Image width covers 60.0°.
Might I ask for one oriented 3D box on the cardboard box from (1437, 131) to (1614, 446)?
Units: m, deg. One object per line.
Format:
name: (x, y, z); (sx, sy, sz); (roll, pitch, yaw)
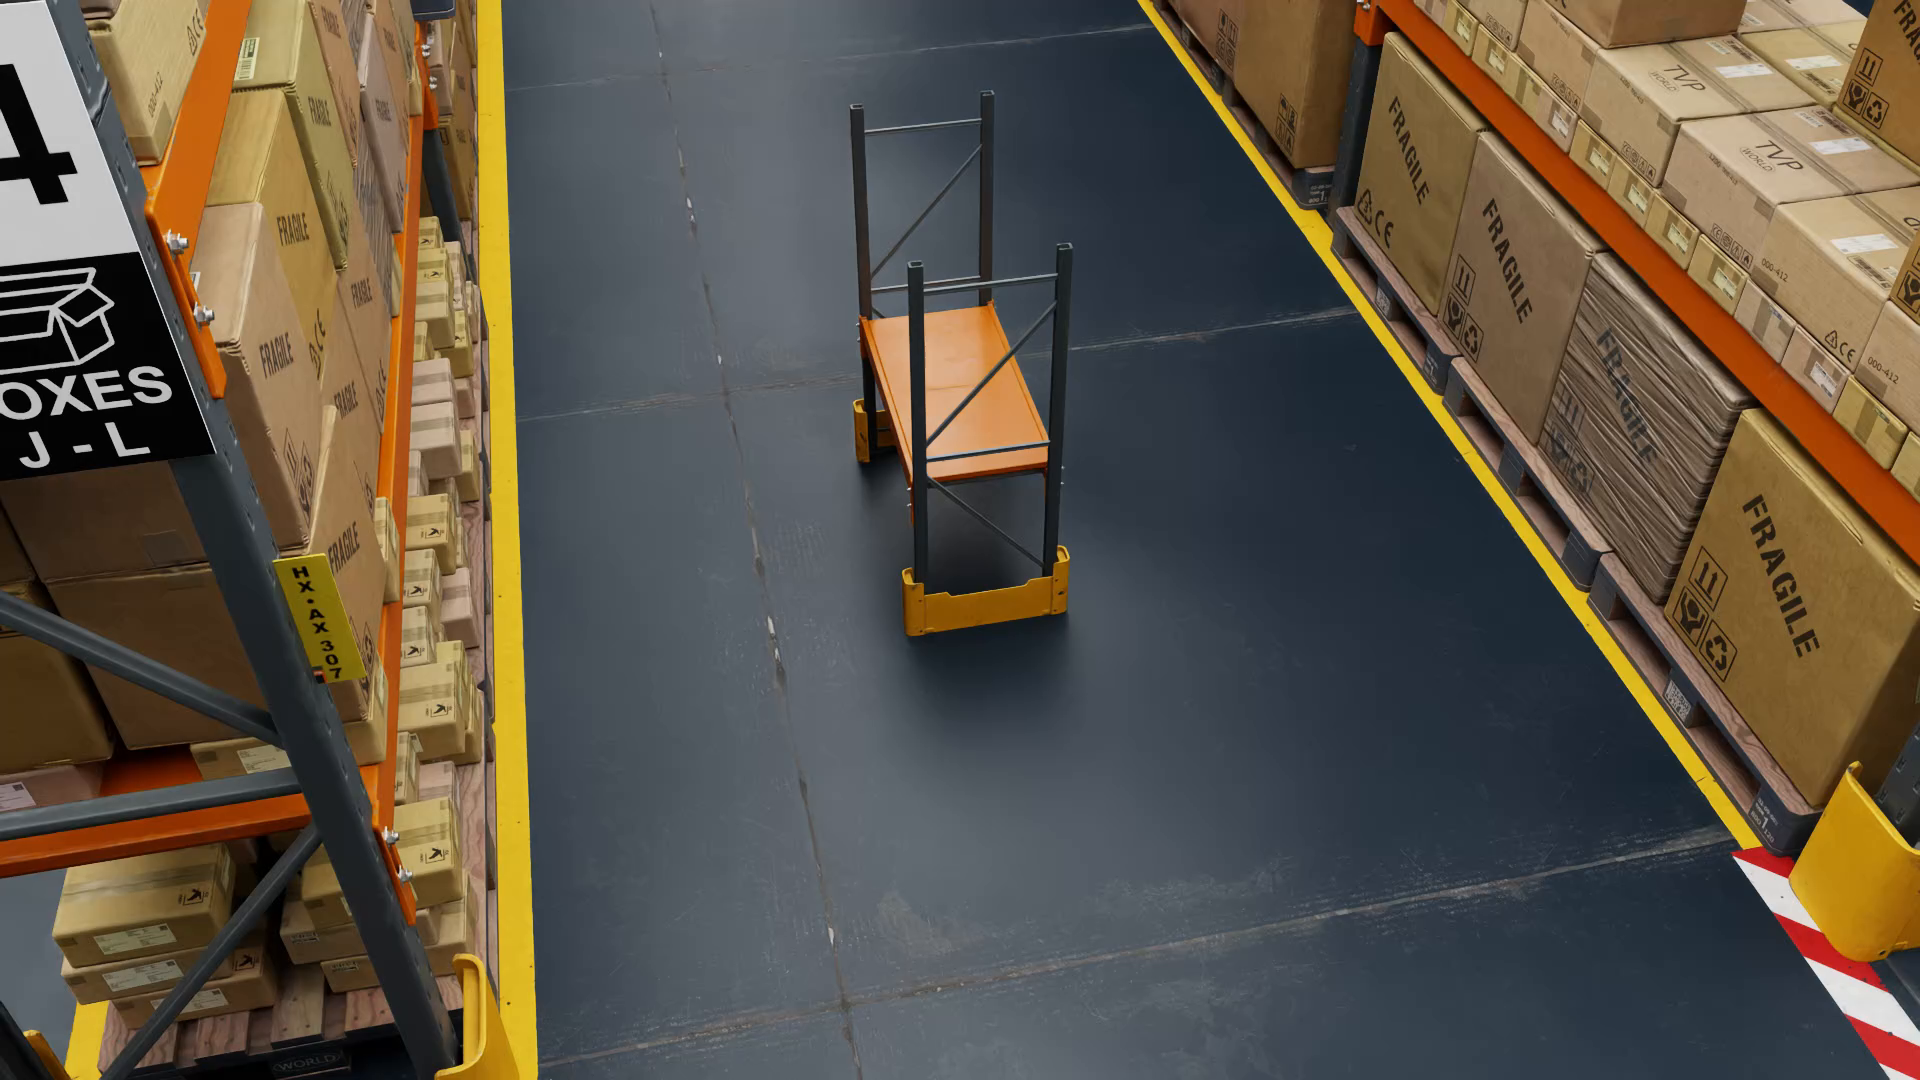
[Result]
cardboard box: (2.512, -1.022, 6.426); (0.875, 0.875, 0.875); (-8, 42, -9)

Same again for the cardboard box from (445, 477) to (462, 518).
cardboard box: (-1.980, -0.073, 5.904); (0.380, 0.149, 0.250); (-8, 42, -8)

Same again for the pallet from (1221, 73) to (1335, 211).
pallet: (2.013, -2.129, 8.489); (1.003, 0.211, 1.213); (-8, 42, -9)

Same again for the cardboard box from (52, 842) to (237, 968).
cardboard box: (-2.110, 0.936, 4.319); (0.380, 0.149, 0.250); (-8, 42, -9)

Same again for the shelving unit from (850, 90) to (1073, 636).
shelving unit: (-0.016, -0.610, 5.808); (0.587, 1.500, 1.083); (-8, 42, -9)

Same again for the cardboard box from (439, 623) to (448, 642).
cardboard box: (-1.842, 0.429, 5.339); (0.380, 0.149, 0.250); (-8, 42, -9)

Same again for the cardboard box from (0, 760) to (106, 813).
cardboard box: (-2.095, 0.479, 3.640); (0.380, 0.149, 0.250); (-8, 42, -9)

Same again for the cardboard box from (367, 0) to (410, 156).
cardboard box: (-2.121, -1.576, 5.466); (0.500, 0.500, 0.500); (-9, 42, -10)

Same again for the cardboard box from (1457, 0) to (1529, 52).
cardboard box: (2.201, -2.072, 6.214); (0.500, 0.250, 0.500); (-9, 42, -9)

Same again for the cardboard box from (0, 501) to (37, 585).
cardboard box: (-2.090, -0.228, 3.194); (0.500, 0.500, 0.500); (-9, 42, -10)

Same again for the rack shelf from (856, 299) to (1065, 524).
rack shelf: (-0.018, -0.482, 5.934); (0.538, 0.185, 1.000); (-8, 42, -9)

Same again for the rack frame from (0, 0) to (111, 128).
rack frame: (-1.748, -1.688, 1.373); (1.000, 3.000, 0.127); (-8, 42, -9)

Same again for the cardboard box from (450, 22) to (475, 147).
cardboard box: (-2.628, -2.119, 7.944); (0.500, 0.500, 0.500); (-7, 42, -7)

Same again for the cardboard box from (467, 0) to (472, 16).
cardboard box: (-2.969, -3.126, 9.078); (0.500, 0.500, 0.500); (-7, 42, -8)

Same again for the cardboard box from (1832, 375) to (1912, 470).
cardboard box: (2.660, -0.347, 4.571); (0.380, 0.149, 0.250); (-8, 42, -9)

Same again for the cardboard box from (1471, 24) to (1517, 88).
cardboard box: (2.165, -1.837, 6.250); (0.380, 0.149, 0.250); (-9, 42, -10)

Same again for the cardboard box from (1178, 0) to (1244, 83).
cardboard box: (1.902, -3.036, 8.694); (1.225, 0.875, 0.875); (-10, 43, -11)

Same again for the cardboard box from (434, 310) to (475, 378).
cardboard box: (-2.088, -0.735, 6.426); (0.380, 0.149, 0.250); (-10, 43, -11)

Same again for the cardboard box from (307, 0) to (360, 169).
cardboard box: (-1.905, -1.292, 4.393); (0.500, 0.500, 0.500); (-10, 42, -11)

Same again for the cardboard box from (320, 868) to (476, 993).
cardboard box: (-1.549, 1.080, 4.605); (0.380, 0.149, 0.250); (-8, 42, -8)

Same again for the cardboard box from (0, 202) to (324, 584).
cardboard box: (-1.586, -0.296, 3.271); (0.500, 0.500, 0.500); (-9, 42, -10)

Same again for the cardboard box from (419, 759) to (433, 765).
cardboard box: (-1.754, 0.646, 4.870); (0.380, 0.149, 0.250); (-8, 42, -9)

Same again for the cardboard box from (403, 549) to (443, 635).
cardboard box: (-1.821, 0.181, 5.169); (0.380, 0.149, 0.250); (-7, 42, -8)

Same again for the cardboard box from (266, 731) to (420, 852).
cardboard box: (-1.707, 0.693, 4.593); (0.380, 0.149, 0.250); (-8, 42, -9)

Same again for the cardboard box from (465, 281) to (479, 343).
cardboard box: (-2.195, -0.922, 6.861); (0.380, 0.149, 0.250); (-8, 42, -9)

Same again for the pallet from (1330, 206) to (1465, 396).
pallet: (2.341, -1.135, 7.370); (1.003, 0.211, 1.213); (-8, 42, -9)

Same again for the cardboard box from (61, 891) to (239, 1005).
cardboard box: (-2.141, 1.053, 4.412); (0.380, 0.149, 0.250); (-9, 42, -10)

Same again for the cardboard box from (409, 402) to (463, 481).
cardboard box: (-1.928, -0.322, 5.736); (0.380, 0.149, 0.250); (-10, 43, -11)

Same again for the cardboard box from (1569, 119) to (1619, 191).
cardboard box: (2.330, -1.338, 5.688); (0.380, 0.149, 0.250); (-9, 42, -11)

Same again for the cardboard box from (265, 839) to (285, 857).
cardboard box: (-2.193, 0.818, 4.900); (0.380, 0.149, 0.250); (-9, 42, -9)

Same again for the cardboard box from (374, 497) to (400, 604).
cardboard box: (-1.599, 0.052, 4.121); (0.380, 0.149, 0.250); (-9, 42, -11)

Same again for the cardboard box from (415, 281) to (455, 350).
cardboard box: (-2.126, -0.837, 6.316); (0.380, 0.149, 0.250); (-9, 42, -10)

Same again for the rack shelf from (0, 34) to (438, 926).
rack shelf: (-2.180, -0.471, 5.063); (1.077, 0.370, 4.000); (-8, 42, -9)

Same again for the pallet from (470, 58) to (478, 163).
pallet: (-3.048, -2.291, 8.672); (1.003, 0.211, 1.213); (-8, 42, -9)

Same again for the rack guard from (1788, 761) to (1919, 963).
rack guard: (3.122, 0.861, 4.903); (1.175, 0.500, 0.348); (-8, 42, -9)

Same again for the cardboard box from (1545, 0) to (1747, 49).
cardboard box: (2.322, -2.014, 5.583); (0.500, 0.500, 0.500); (-10, 42, -11)

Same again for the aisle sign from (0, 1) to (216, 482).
aisle sign: (-1.440, -0.412, 2.496); (0.394, 0.787, 0.004); (-8, 42, -9)

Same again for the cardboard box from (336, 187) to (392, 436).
cardboard box: (-1.809, -0.586, 4.351); (0.500, 0.500, 0.500); (-8, 42, -9)

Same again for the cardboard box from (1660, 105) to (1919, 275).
cardboard box: (2.534, -1.079, 5.095); (0.500, 0.250, 0.500); (-10, 43, -11)

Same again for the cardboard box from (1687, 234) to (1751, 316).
cardboard box: (2.496, -0.841, 5.127); (0.380, 0.149, 0.250); (-9, 42, -10)

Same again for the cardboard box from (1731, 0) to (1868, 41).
cardboard box: (2.829, -1.823, 5.933); (0.500, 0.250, 0.500); (-8, 42, -8)

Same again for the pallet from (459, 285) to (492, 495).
pallet: (-2.432, -0.564, 6.726); (1.003, 0.211, 1.213); (-8, 42, -9)

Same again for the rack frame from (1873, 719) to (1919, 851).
rack frame: (3.116, -0.089, 4.091); (1.000, 3.000, 0.127); (-8, 42, -9)

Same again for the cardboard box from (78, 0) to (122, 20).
cardboard box: (-1.592, -1.025, 2.622); (0.500, 0.250, 0.500); (-8, 42, -9)
